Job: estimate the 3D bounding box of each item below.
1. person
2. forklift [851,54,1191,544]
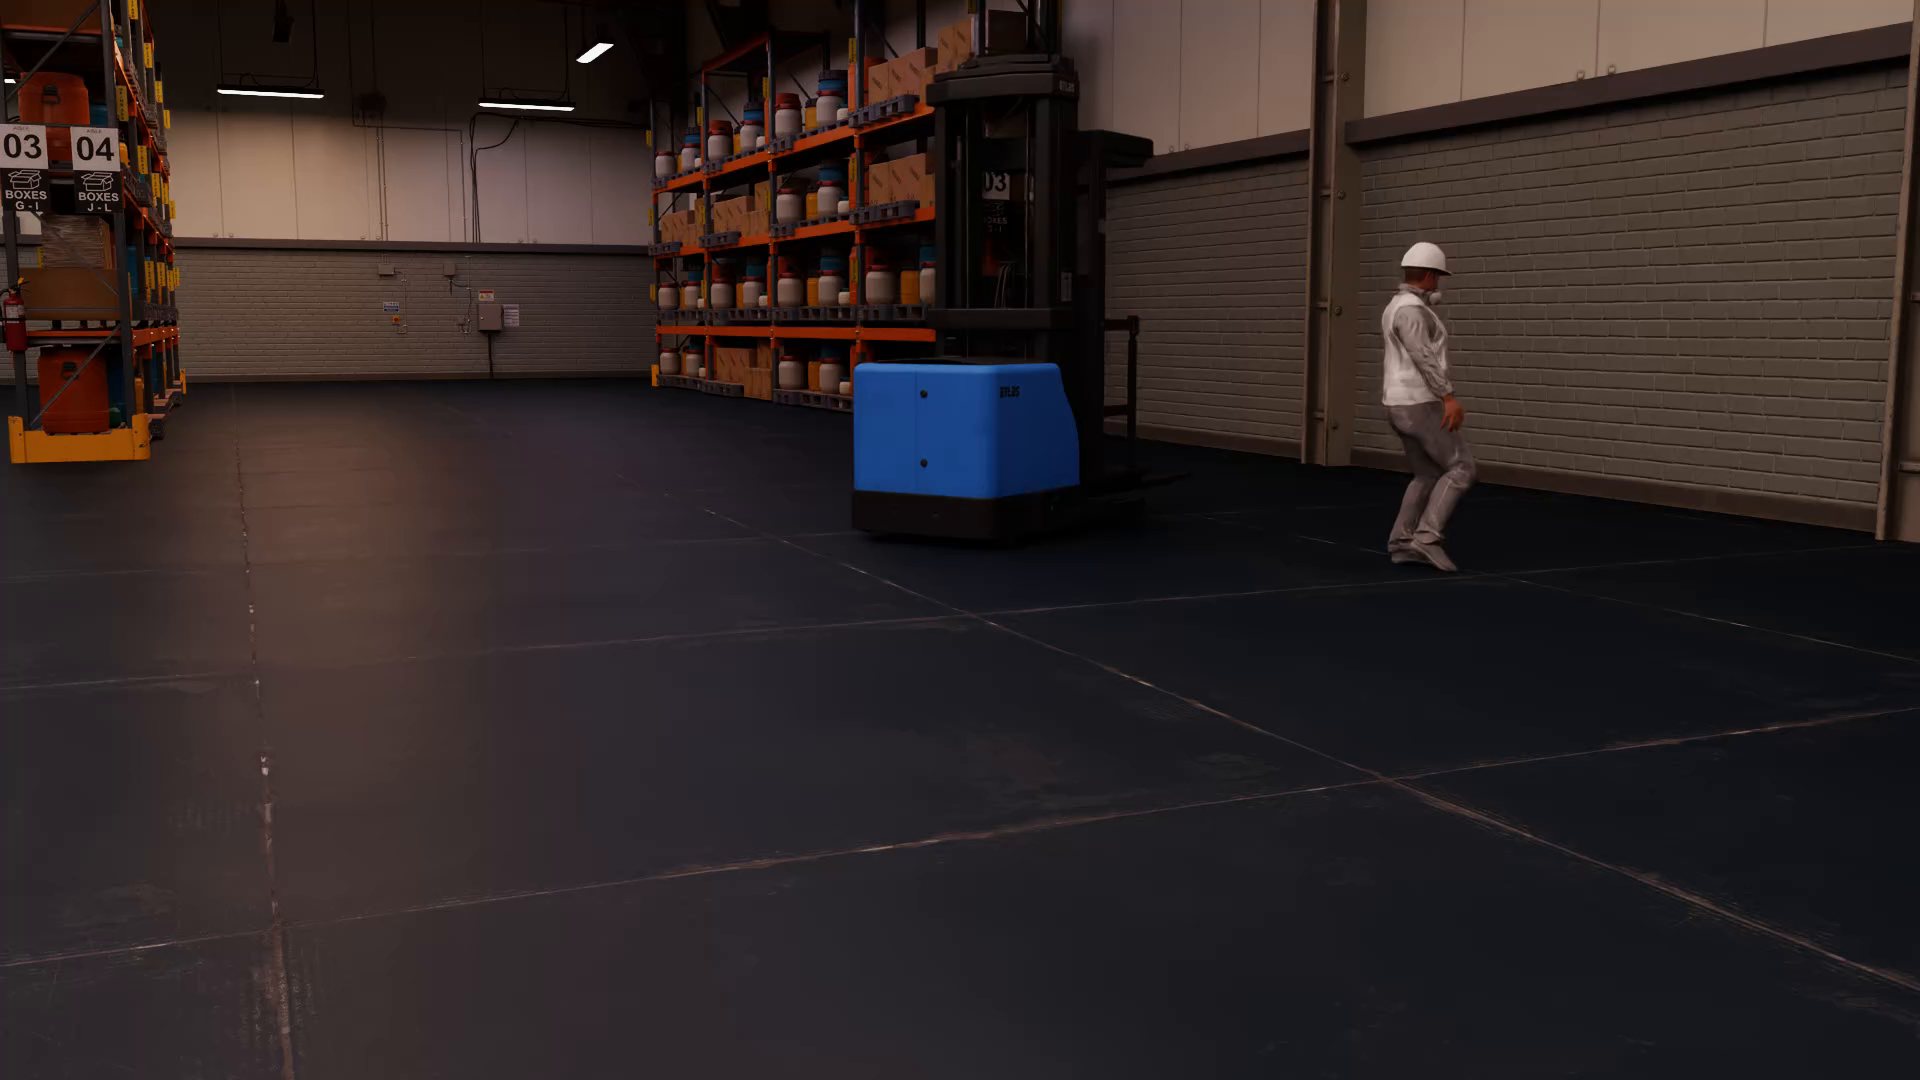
[{"bbox_3d":[2.544,-0.716,9.037,0.497,1.780,0.843,1,8,10],"label":"person"},{"bbox_3d":[0.574,-1.578,10.910,1.130,2.935,3.031,5,9,33],"label":"forklift"}]
